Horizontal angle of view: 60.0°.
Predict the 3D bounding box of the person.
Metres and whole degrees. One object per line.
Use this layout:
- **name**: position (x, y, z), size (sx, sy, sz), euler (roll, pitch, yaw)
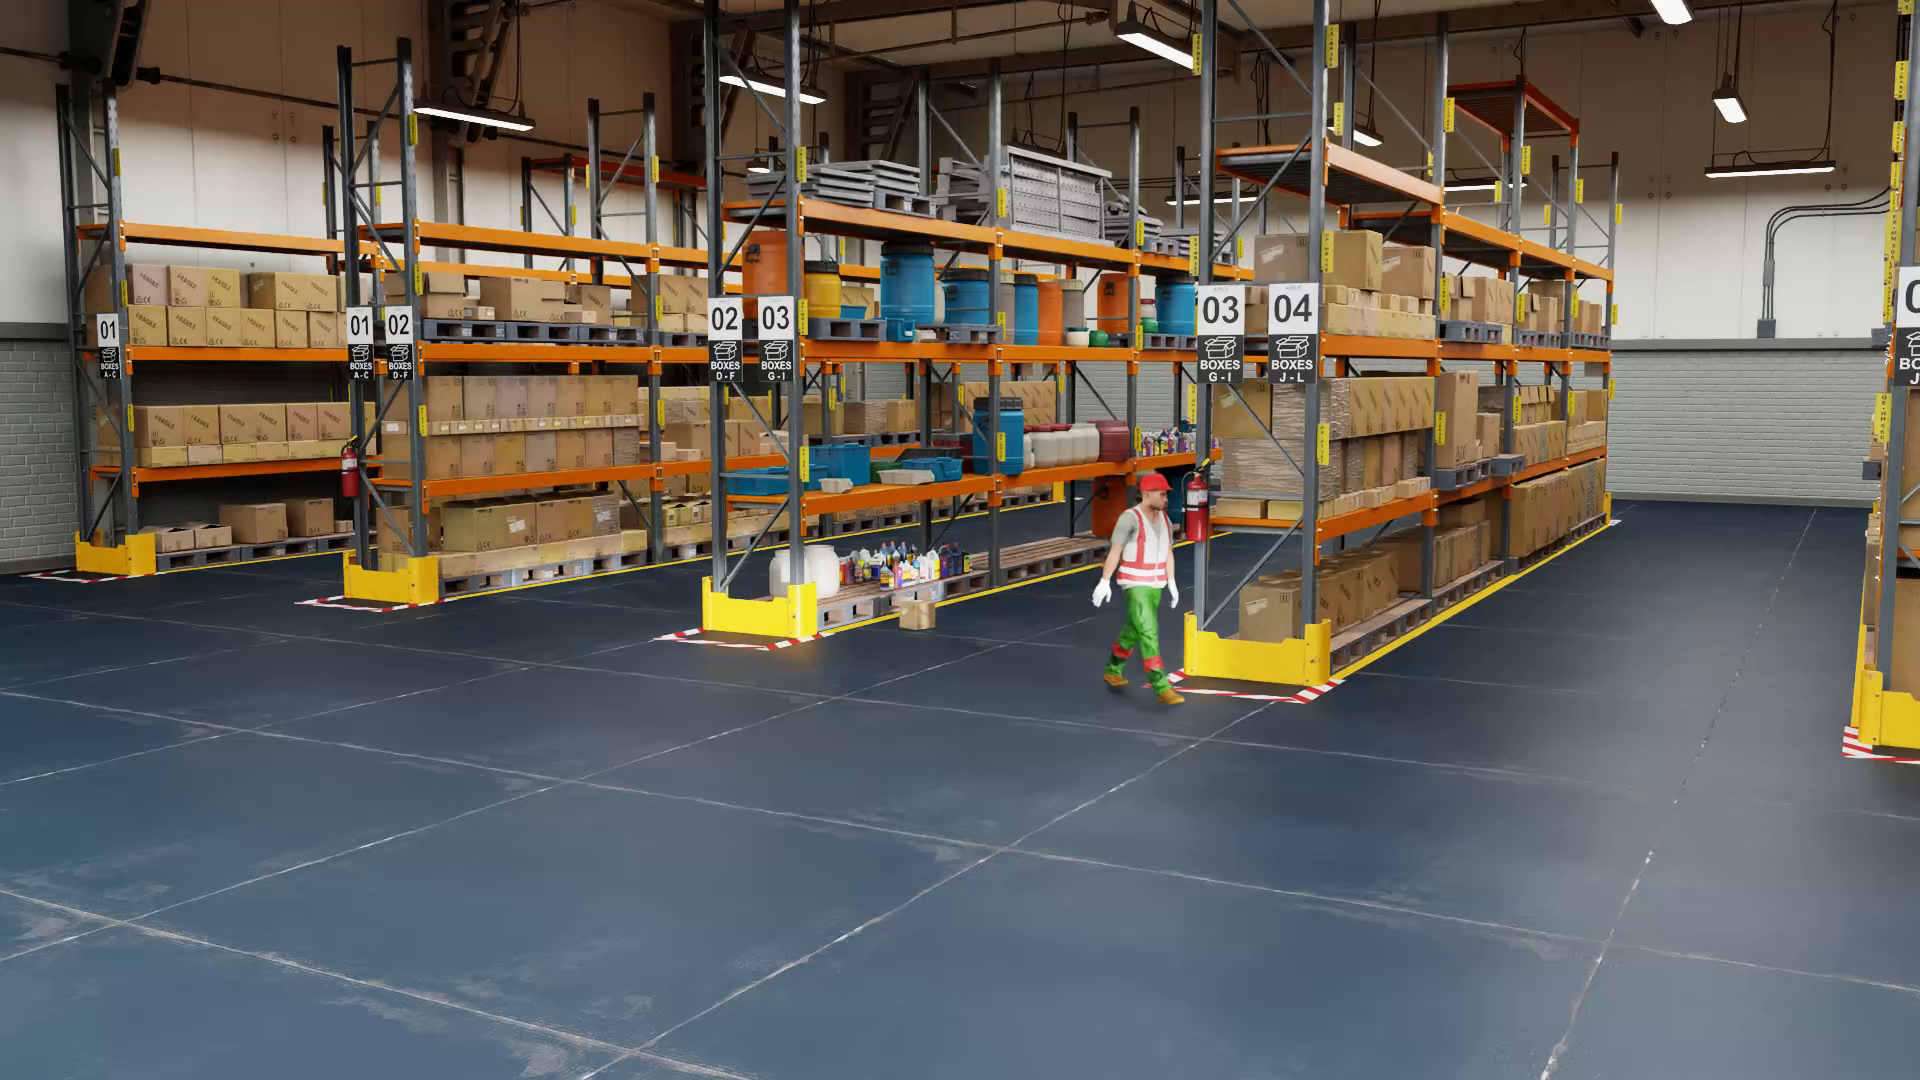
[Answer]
- **person**: position (1.425, 0.346, 12.690), size (0.629, 1.716, 1.089), euler (-5, 8, -40)
